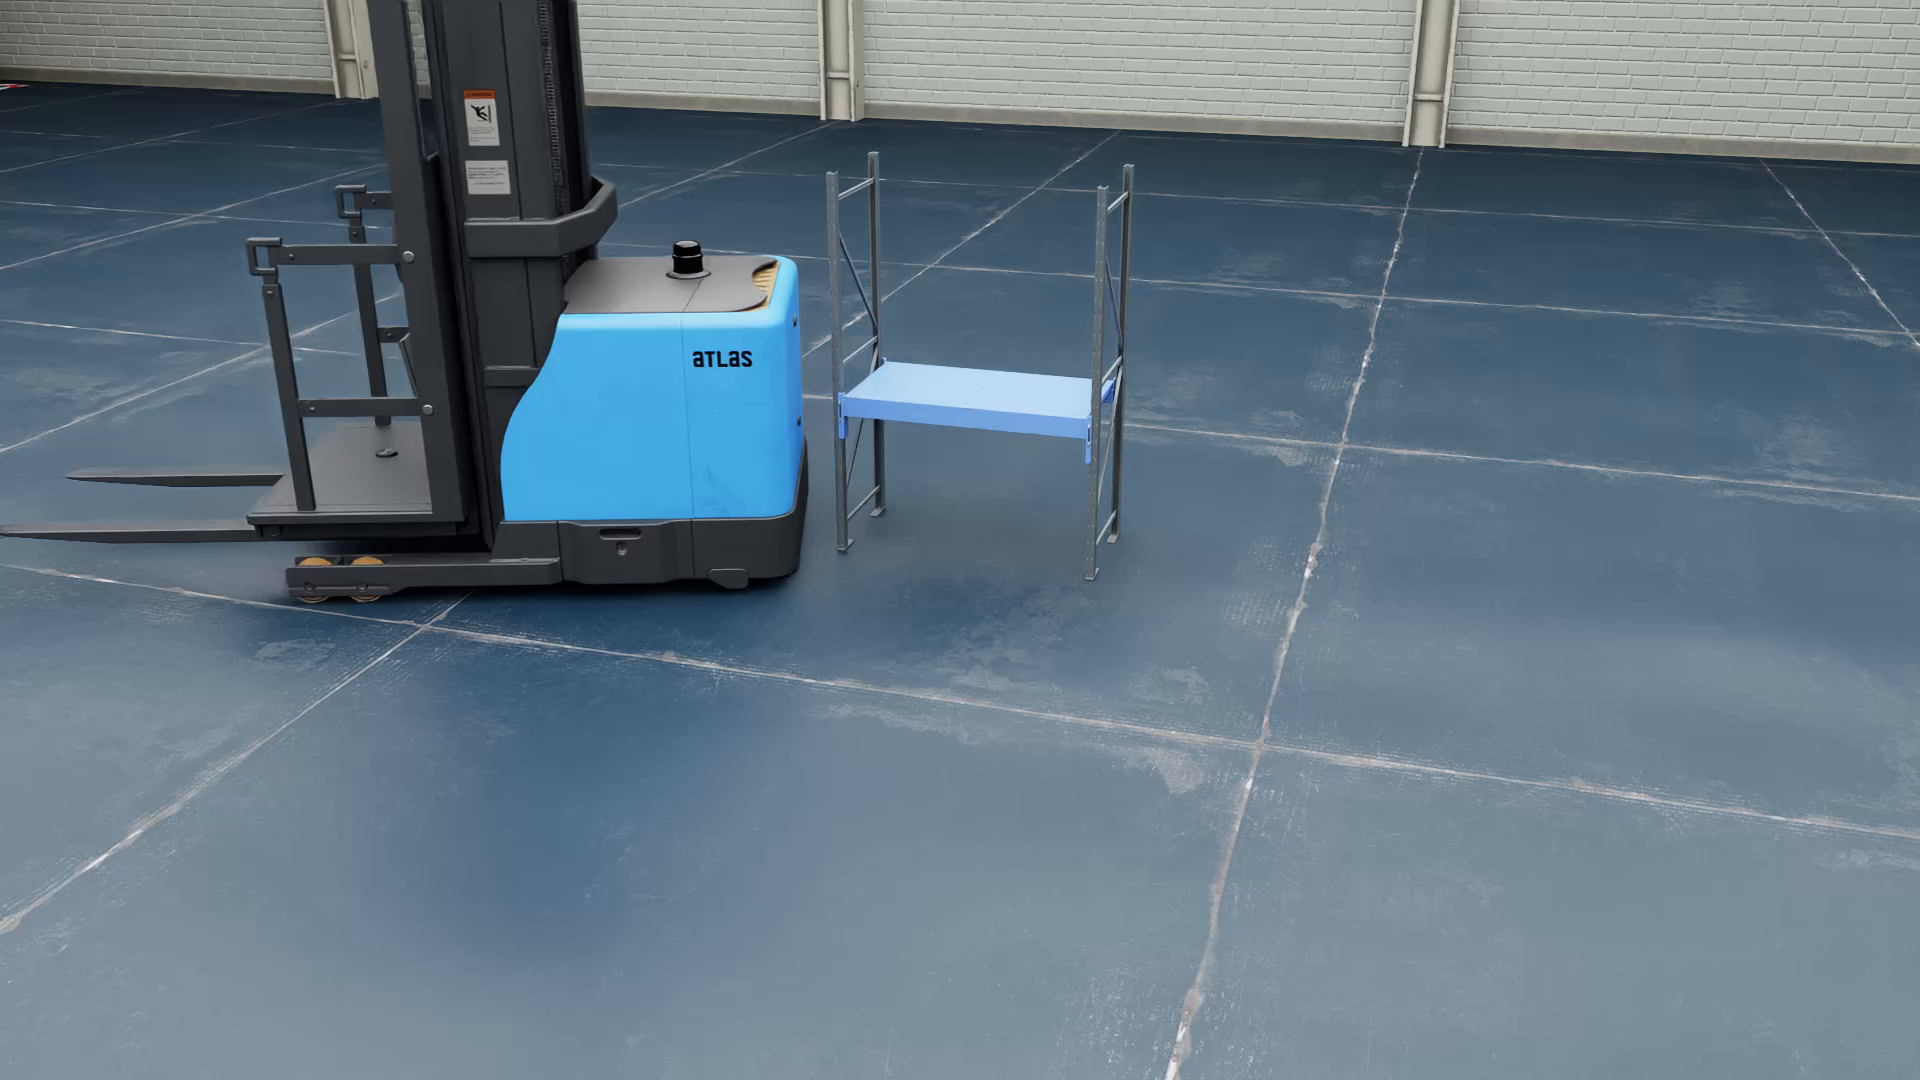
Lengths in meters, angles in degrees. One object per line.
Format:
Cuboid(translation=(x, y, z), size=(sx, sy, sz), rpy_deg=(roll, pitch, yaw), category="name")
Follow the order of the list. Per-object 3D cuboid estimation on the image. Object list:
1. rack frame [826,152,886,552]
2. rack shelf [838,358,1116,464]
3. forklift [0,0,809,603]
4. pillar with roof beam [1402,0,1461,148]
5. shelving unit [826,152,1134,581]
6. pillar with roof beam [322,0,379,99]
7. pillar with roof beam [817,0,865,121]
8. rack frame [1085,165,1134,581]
Cuboid(translation=(-0.405, -0.740, 6.598), size=(0.032, 1.500, 0.500), rpy_deg=(7, 23, 16), category="rack frame")
Cuboid(translation=(0.082, -0.518, 6.531), size=(1.000, 0.185, 0.538), rpy_deg=(7, 23, 16), category="rack shelf")
Cuboid(translation=(-2.146, -1.326, 6.139), size=(3.031, 2.935, 1.130), rpy_deg=(-1, 22, -2), category="forklift")
Cuboid(translation=(3.253, -6.433, 10.595), size=(0.400, 9.000, 9.100), rpy_deg=(7, 23, 16), category="pillar with roof beam")
Cuboid(translation=(0.082, -0.685, 6.463), size=(1.048, 1.500, 0.538), rpy_deg=(7, 23, 16), category="shelving unit")
Cuboid(translation=(-8.235, -7.748, 13.802), size=(0.400, 9.000, 9.100), rpy_deg=(7, 23, 16), category="pillar with roof beam")
Cuboid(translation=(-2.491, -7.091, 12.199), size=(0.400, 9.000, 9.100), rpy_deg=(7, 23, 16), category="pillar with roof beam")
Cuboid(translation=(0.568, -0.629, 6.327), size=(0.032, 1.500, 0.500), rpy_deg=(7, 23, 16), category="rack frame")
